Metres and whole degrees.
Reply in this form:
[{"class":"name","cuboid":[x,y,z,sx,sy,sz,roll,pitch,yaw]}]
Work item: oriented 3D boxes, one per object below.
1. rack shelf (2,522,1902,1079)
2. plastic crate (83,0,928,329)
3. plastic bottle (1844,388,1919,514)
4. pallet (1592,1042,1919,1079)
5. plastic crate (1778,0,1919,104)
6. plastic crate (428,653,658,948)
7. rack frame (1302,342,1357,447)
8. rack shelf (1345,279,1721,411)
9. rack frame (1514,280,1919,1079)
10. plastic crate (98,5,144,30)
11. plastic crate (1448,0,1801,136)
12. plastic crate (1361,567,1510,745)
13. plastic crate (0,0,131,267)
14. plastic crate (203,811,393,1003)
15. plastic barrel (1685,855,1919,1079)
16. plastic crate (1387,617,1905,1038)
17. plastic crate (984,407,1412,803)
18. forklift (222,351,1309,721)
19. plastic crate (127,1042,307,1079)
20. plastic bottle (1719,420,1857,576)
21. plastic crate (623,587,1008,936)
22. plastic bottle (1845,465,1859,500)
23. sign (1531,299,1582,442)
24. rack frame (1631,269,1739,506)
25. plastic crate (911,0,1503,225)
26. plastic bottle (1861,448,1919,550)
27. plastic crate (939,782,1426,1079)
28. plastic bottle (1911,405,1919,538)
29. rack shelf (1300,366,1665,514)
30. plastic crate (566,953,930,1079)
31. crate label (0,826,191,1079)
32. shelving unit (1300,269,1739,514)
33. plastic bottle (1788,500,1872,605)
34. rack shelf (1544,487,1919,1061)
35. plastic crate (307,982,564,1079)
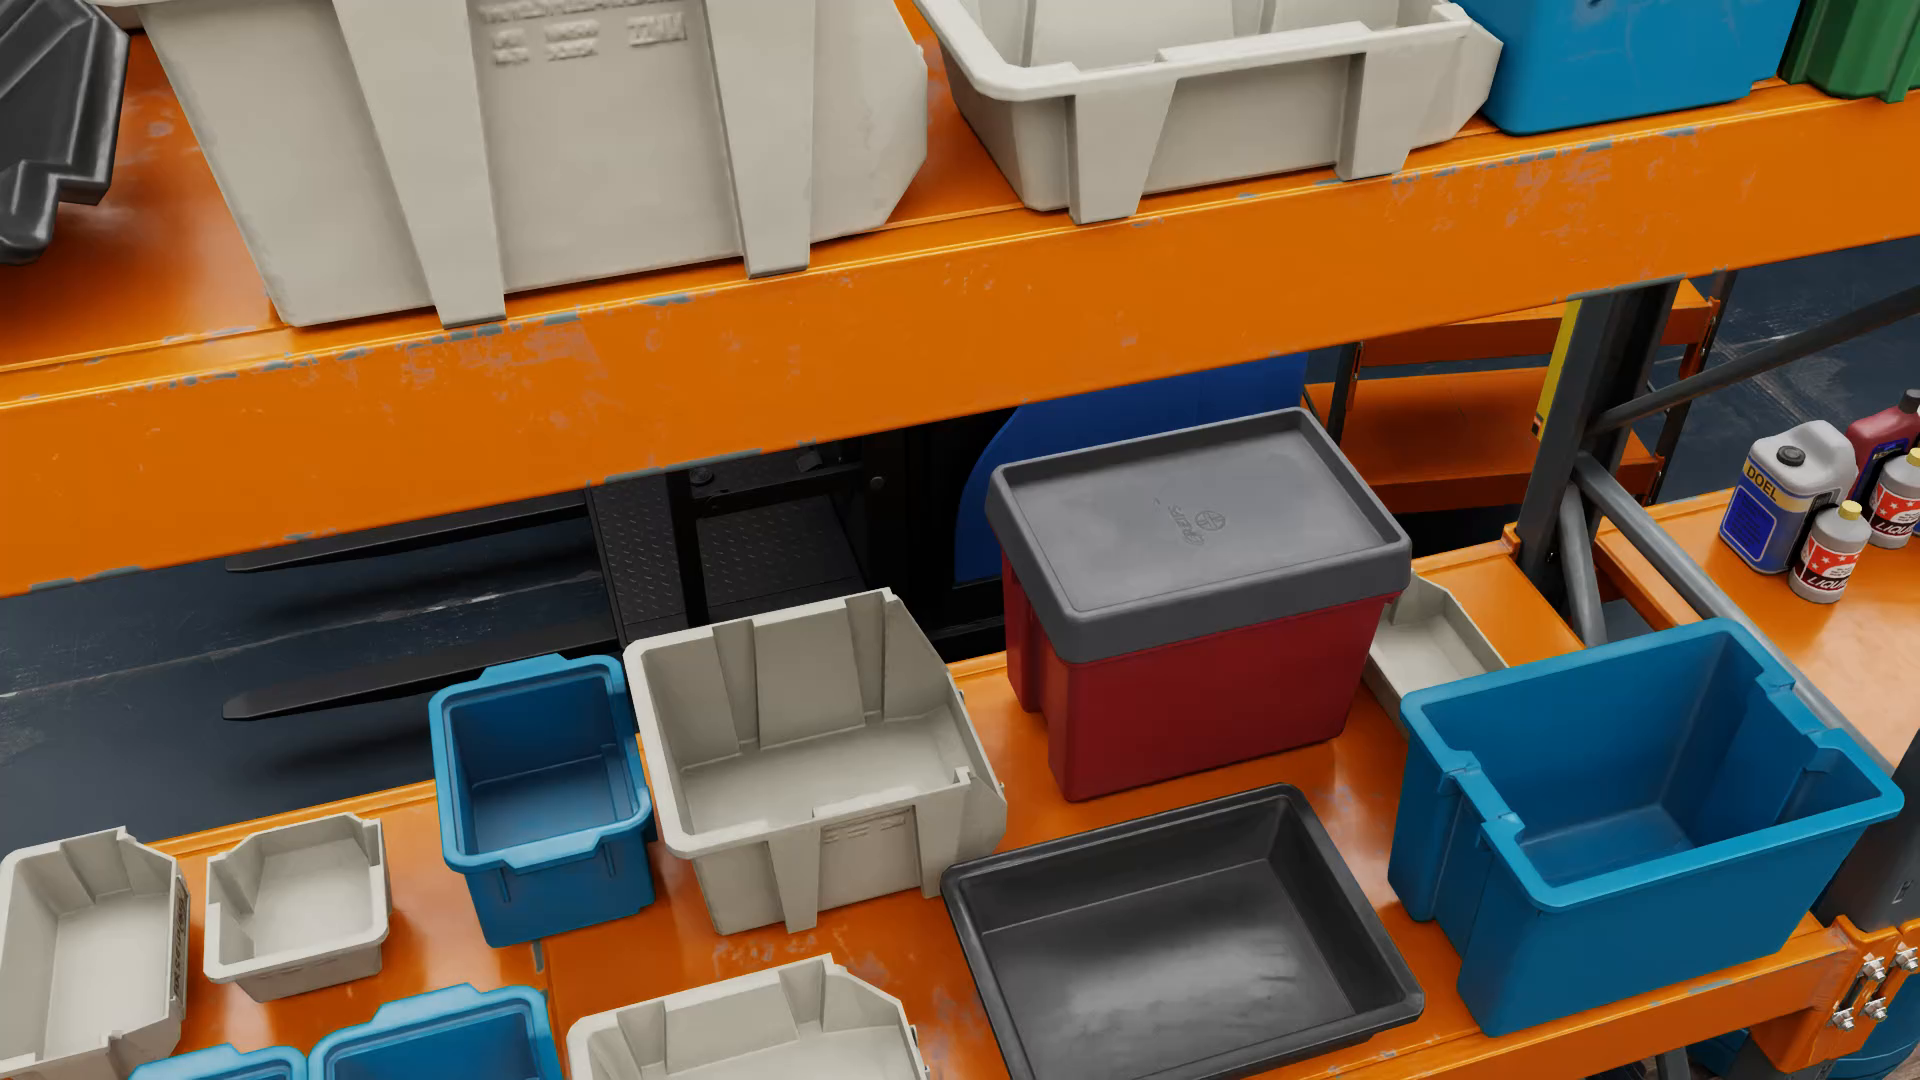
[{"class":"rack shelf","cuboid":[-0.612,0.812,2.588,4.000,0.370,1.077,-12,42,-13]},{"class":"plastic crate","cuboid":[-0.313,-0.393,1.230,0.530,0.282,0.437,-12,42,-13]},{"class":"plastic bottle","cuboid":[1.782,-0.166,3.248,0.133,0.283,0.061,-12,42,-13]},{"class":"pallet","cuboid":[2.044,1.069,3.866,1.213,0.211,1.003,-12,42,-13]},{"class":"plastic crate","cuboid":[0.983,-0.631,1.573,0.662,0.188,0.450,-12,42,-13]},{"class":"plastic crate","cuboid":[-0.638,0.410,2.583,0.300,0.233,0.416,-12,42,-13]},{"class":"rack frame","cuboid":[1.018,-0.405,4.858,0.032,1.125,0.500,-5,41,-5]},{"class":"rack shelf","cuboid":[1.523,-0.666,4.713,1.000,0.278,0.538,-5,41,-5]},{"class":"rack frame","cuboid":[1.296,0.146,2.803,0.127,3.000,1.000,-12,42,-13]},{"class":"plastic crate","cuboid":[-0.623,-0.658,1.644,0.530,0.136,0.437,-12,42,-13]},{"class":"plastic crate","cuboid":[0.523,-0.541,1.436,0.300,0.233,0.416,-12,42,-13]},{"class":"plastic crate","cuboid":[0.809,0.225,2.868,0.243,0.136,0.396,-12,42,-13]},{"class":"plastic crate","cuboid":[-0.980,-0.300,1.080,0.767,0.338,0.504,-12,42,-13]},{"class":"plastic crate","cuboid":[-0.980,0.549,2.496,0.250,0.136,0.298,-12,42,-13]},{"class":"plastic barrel","cuboid":[1.820,0.681,3.467,0.708,0.901,0.600,-12,42,-13]},{"class":"plastic crate","cuboid":[0.953,0.435,2.438,0.575,0.384,0.392,-12,42,-13]},{"class":"plastic crate","cuboid":[0.369,0.118,2.741,0.583,0.464,0.402,-12,42,-13]},{"class":"forklift","cuboid":[-0.600,-0.978,4.141,3.031,2.935,1.130,-12,43,-13]},{"class":"plastic crate","cuboid":[-0.929,0.874,2.051,0.300,0.233,0.416,-12,42,-13]},{"class":"plastic bottle","cuboid":[1.575,-0.088,3.166,0.135,0.276,0.152,-12,42,-13]},{"class":"plastic crate","cuboid":[-0.216,0.354,2.610,0.530,0.282,0.437,-12,42,-13]},{"class":"plastic bottle","cuboid":[1.677,-0.100,3.236,0.097,0.201,0.097,0,41,0]},{"class":"sign","cuboid":[1.132,-0.304,3.108,0.005,0.325,0.100,-12,42,-13]},{"class":"rack frame","cuboid":[2.028,-0.487,4.952,0.032,1.125,0.500,-5,41,-5]},{"class":"plastic crate","cuboid":[0.197,-0.395,1.342,0.466,0.136,0.293,-12,42,-13]},{"class":"plastic bottle","cuboid":[1.823,-0.089,3.223,0.097,0.201,0.097,0,41,0]},{"class":"plastic crate","cuboid":[0.309,0.616,2.428,0.590,0.125,0.437,-12,42,-13]},{"class":"plastic bottle","cuboid":[1.923,-0.161,3.248,0.135,0.276,0.152,-12,42,-13]},{"class":"rack shelf","cuboid":[1.523,-0.262,5.066,1.000,0.278,0.538,-5,41,-5]},{"class":"plastic crate","cuboid":[-0.275,0.755,2.261,0.466,0.136,0.293,-12,42,-13]},{"class":"crate label","cuboid":[-1.257,0.619,2.416,0.243,0.136,0.396,-12,42,-13]},{"class":"shelving unit","cuboid":[1.523,-0.446,4.905,1.048,1.125,0.538,-5,41,-5]},{"class":"plastic bottle","cuboid":[1.630,0.014,3.105,0.097,0.201,0.097,0,41,0]},{"class":"rack shelf","cuboid":[3.203,0.021,3.493,4.000,0.370,1.077,-12,42,-13]},{"class":"plastic crate","cuboid":[-0.643,0.815,2.119,0.300,0.233,0.416,-12,42,-13]}]
